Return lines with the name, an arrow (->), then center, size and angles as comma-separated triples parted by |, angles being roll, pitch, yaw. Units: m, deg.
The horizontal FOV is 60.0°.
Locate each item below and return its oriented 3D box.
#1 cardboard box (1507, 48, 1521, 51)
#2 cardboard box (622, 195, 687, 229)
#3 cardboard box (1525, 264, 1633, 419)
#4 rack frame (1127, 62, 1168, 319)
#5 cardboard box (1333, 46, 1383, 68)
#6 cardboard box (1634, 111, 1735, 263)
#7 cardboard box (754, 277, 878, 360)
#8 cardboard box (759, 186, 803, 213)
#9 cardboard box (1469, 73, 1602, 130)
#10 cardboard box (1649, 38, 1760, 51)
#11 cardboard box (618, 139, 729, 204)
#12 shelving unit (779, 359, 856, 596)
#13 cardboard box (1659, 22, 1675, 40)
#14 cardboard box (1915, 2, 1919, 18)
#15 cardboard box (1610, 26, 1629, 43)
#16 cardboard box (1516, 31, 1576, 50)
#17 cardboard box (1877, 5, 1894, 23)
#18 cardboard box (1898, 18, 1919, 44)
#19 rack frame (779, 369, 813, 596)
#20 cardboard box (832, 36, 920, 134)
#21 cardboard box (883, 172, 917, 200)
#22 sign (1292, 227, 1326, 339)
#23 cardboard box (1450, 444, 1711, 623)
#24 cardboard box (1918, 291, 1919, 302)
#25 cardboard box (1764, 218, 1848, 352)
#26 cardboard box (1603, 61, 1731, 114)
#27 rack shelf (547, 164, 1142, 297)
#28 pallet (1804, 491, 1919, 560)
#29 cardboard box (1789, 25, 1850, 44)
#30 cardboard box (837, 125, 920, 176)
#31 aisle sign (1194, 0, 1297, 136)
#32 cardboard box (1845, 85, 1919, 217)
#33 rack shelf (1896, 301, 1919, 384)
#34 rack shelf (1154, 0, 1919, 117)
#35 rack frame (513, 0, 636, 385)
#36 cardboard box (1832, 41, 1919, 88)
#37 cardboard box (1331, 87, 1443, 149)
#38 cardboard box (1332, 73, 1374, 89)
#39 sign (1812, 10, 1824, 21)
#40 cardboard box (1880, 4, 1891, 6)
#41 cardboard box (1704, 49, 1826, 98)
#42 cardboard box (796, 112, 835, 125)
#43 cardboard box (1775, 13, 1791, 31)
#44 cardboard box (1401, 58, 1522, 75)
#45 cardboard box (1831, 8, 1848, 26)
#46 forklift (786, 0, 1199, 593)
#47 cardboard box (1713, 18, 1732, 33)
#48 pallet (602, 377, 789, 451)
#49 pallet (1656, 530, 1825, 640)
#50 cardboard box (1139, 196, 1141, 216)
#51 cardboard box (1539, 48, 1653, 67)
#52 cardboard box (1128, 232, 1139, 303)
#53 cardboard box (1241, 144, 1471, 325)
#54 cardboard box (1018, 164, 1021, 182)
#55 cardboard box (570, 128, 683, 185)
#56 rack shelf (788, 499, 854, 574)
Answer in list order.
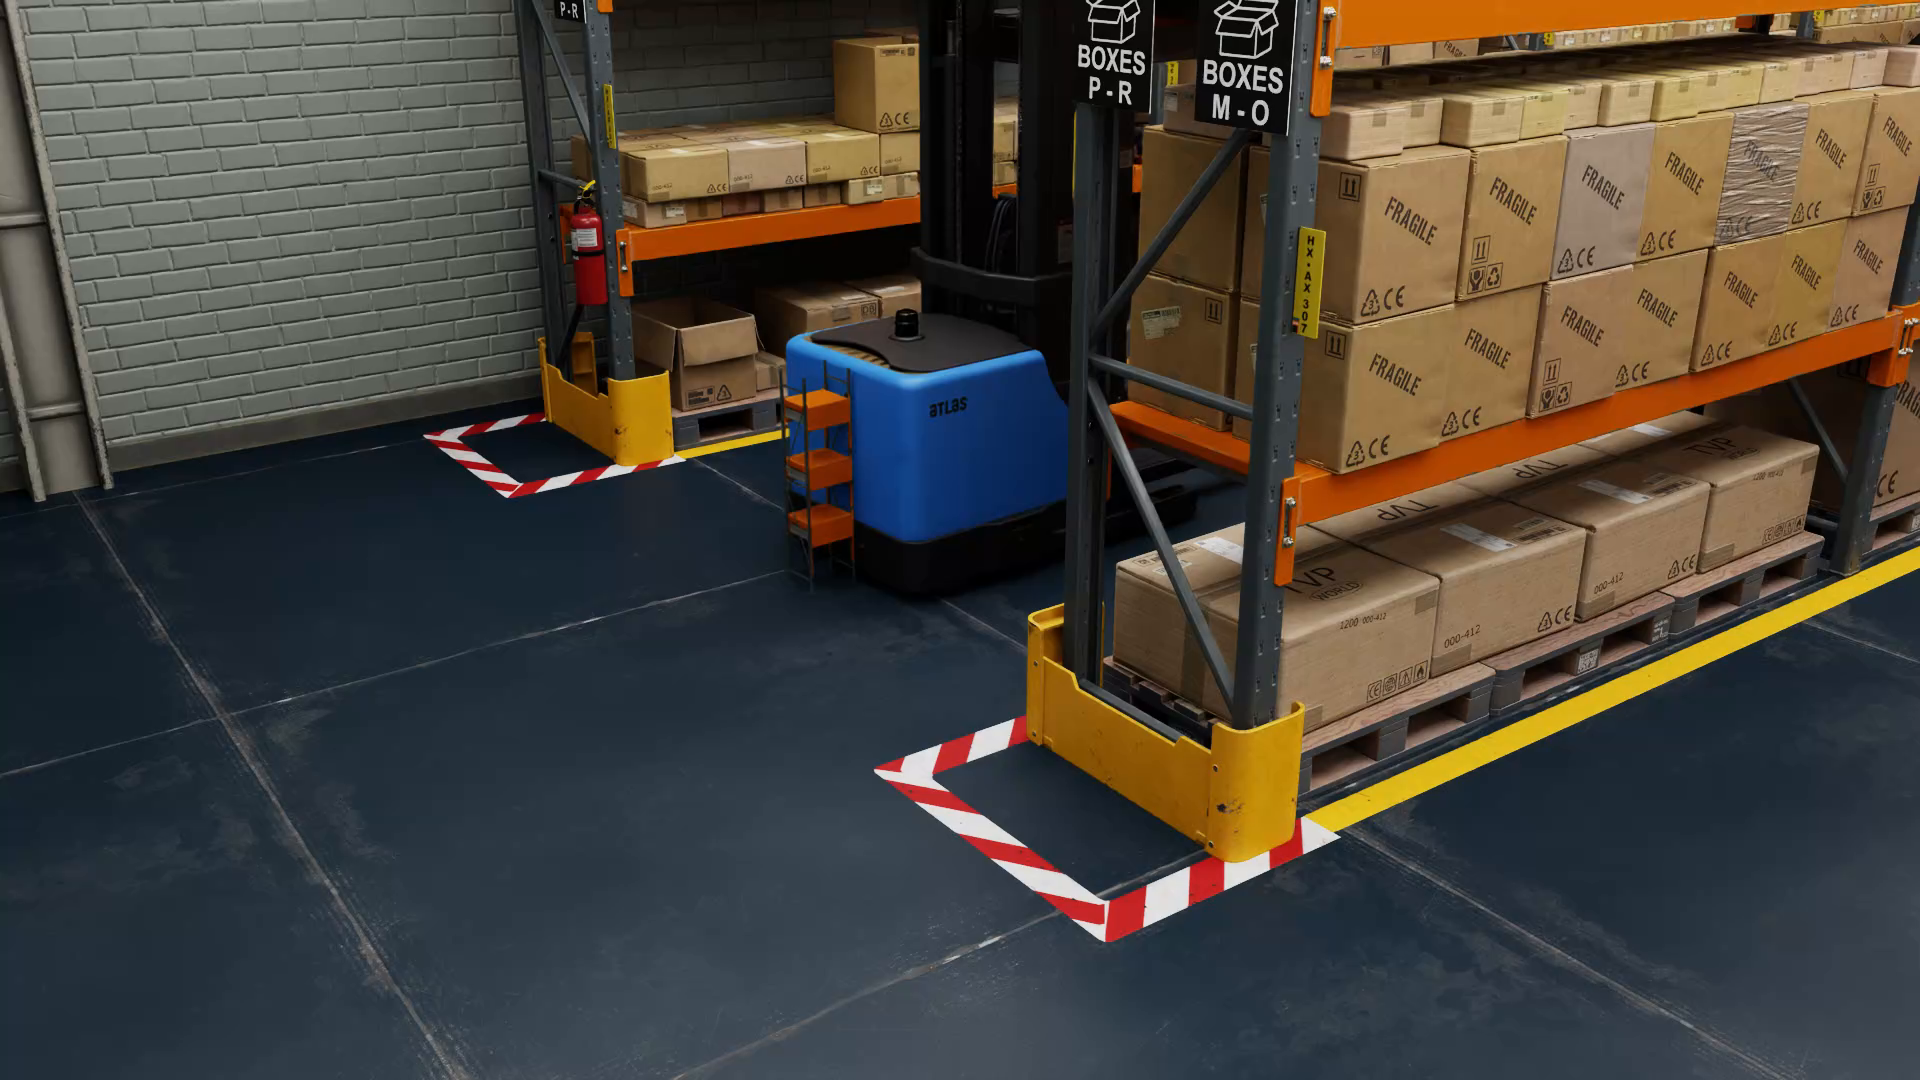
cardboard box -> 4.842, -3.906, 13.666 | 0.500, 0.250, 0.500 | -15, 26, -33
cardboard box -> -1.742, -1.869, 9.372 | 0.250, 0.149, 0.380 | -15, 26, -33
cardboard box -> 2.108, -0.791, 6.196 | 0.500, 0.500, 0.500 | -15, 26, -33
rack frame -> 1.078, -2.863, 11.523 | 0.127, 3.000, 1.000 | -15, 26, -33
cardboard box -> 2.658, -3.424, 12.227 | 0.500, 0.500, 0.700 | -15, 26, -33
cardboard box -> 2.521, -1.369, 6.297 | 0.500, 0.500, 0.500 | -15, 26, -33
cardboard box -> -0.901, -1.308, 10.434 | 0.500, 0.500, 0.700 | -14, 26, -31
cardboard box -> -1.129, -2.041, 9.804 | 0.250, 0.149, 0.380 | -14, 26, -31
cardboard box -> 2.017, -1.545, 5.862 | 0.250, 0.149, 0.380 | -15, 26, -32
cardboard box -> 3.190, -2.064, 7.162 | 0.250, 0.149, 0.380 | -15, 26, -33
cardboard box -> -1.644, -2.083, 9.369 | 0.500, 0.250, 0.500 | -15, 26, -33
shelving unit -> -0.656, -0.285, 7.695 | 0.252, 1.050, 0.215 | -17, 27, -37
cardboard box -> 5.951, -4.425, 14.427 | 0.250, 0.149, 0.380 | -15, 26, -33
cardboard box -> 9.418, -5.337, 16.713 | 0.250, 0.149, 0.380 | -15, 26, -33
cardboard box -> 5.370, -4.239, 13.961 | 0.250, 0.149, 0.380 | -15, 26, -32
cardboard box -> 4.755, -4.057, 13.505 | 0.250, 0.149, 0.380 | -14, 26, -31
cardboard box -> 8.846, -5.141, 16.222 | 0.250, 0.149, 0.380 | -15, 26, -33
cardboard box -> 9.328, -4.988, 16.715 | 0.500, 0.500, 0.500 | -15, 26, -32
rack frame -> -0.750, -0.256, 7.622 | 0.008, 1.050, 0.200 | -17, 27, -37
cardboard box -> -0.426, -2.756, 10.044 | 0.500, 0.500, 0.500 | -14, 26, -32
cardboard box -> -0.466, -2.196, 10.191 | 0.250, 0.149, 0.380 | -14, 26, -32
sign -> 1.052, -0.775, 5.017 | 0.005, 0.325, 0.100 | -15, 26, -33
cardboard box -> 2.681, -0.078, 7.434 | 0.875, 0.438, 0.875 | -16, 27, -34
cardboard box -> 4.491, -1.316, 7.850 | 0.500, 0.250, 0.500 | -16, 27, -34
cardboard box -> 3.338, -1.126, 7.037 | 0.500, 0.500, 0.500 | -16, 27, -34
cardboard box -> 2.650, -1.705, 6.262 | 0.250, 0.149, 0.380 | -15, 26, -33
rack shelf -> -0.546, -2.096, 10.572 | 4.000, 0.370, 1.077 | -15, 26, -33
pallet -> 4.562, -0.265, 8.775 | 1.213, 0.211, 1.003 | -15, 26, -33
cardboard box -> 8.084, -4.658, 15.888 | 0.500, 0.500, 0.500 | -16, 27, -34
cardboard box -> -0.422, -2.420, 10.214 | 0.500, 0.250, 0.500 | -16, 27, -34
aisle sign -> 0.843, -1.609, 4.874 | 0.004, 0.787, 0.394 | -15, 26, -33
cardboard box -> 3.758, -1.696, 7.115 | 0.500, 0.500, 0.500 | -15, 26, -33
rack shelf -> 5.603, -1.469, 9.001 | 4.000, 0.370, 1.077 | -15, 26, -33
rack shelf -> 2.356, -1.996, 6.276 | 4.000, 0.370, 1.077 | -15, 26, -33
rack frame -> -2.169, -1.997, 9.354 | 0.127, 3.000, 1.000 | -15, 26, -33
cardboard box -> 3.915, -2.020, 7.052 | 0.250, 0.149, 0.380 | -16, 27, -34
cardboard box -> 1.353, -1.388, 5.469 | 0.250, 0.149, 0.380 | -14, 26, -32
cardboard box -> 1.259, -1.598, 5.994 | 0.250, 0.149, 0.380 | -15, 26, -33
sign -> 7.896, -4.934, 15.259 | 0.005, 0.325, 0.100 | -15, 26, -33
cardboard box -> 8.829, -5.291, 16.196 | 0.250, 0.149, 0.380 | -15, 26, -34
cardboard box -> 3.235, -1.884, 6.712 | 0.250, 0.149, 0.380 | -15, 26, -33
cardboard box -> -0.703, -2.575, 10.603 | 0.500, 0.250, 0.500 | -15, 26, -33
cardboard box -> 7.424, -4.801, 15.371 | 0.250, 0.149, 0.380 | -14, 26, -31
cardboard box -> 1.911, -1.747, 6.368 | 0.250, 0.149, 0.380 | -14, 26, -32
cardboard box -> 8.193, -4.988, 15.840 | 0.250, 0.149, 0.380 | -14, 26, -32
forklift -> 0.608, -1.549, 8.324 | 3.031, 2.935, 1.130 | -17, 27, -37
cardboard box -> 6.610, -4.568, 14.787 | 0.250, 0.149, 0.380 | -16, 27, -34
pallet -> -1.461, -0.891, 10.345 | 1.213, 0.211, 1.003 | -15, 26, -33
pallet -> 3.316, 0.066, 7.946 | 1.213, 0.211, 1.003 | -15, 26, -33
cardboard box -> 1.489, -2.352, 11.773 | 0.250, 0.149, 0.380 | -15, 26, -34
cardboard box -> 2.564, -1.901, 6.753 | 0.250, 0.149, 0.380 | -15, 26, -33
cardboard box -> 1.303, -2.092, 12.398 | 0.500, 0.500, 0.500 | -15, 26, -33
cardboard box -> 1.288, -1.034, 5.455 | 0.500, 0.500, 0.500 | -16, 27, -34
cardboard box -> 0.342, -2.426, 10.768 | 0.250, 0.149, 0.380 | -14, 26, -31
cardboard box -> -1.951, -2.245, 9.776 | 0.500, 0.250, 0.500 | -14, 26, -31
rack shelf -> -0.656, -0.017, 7.802 | 0.240, 0.259, 0.215 | -17, 27, -37
